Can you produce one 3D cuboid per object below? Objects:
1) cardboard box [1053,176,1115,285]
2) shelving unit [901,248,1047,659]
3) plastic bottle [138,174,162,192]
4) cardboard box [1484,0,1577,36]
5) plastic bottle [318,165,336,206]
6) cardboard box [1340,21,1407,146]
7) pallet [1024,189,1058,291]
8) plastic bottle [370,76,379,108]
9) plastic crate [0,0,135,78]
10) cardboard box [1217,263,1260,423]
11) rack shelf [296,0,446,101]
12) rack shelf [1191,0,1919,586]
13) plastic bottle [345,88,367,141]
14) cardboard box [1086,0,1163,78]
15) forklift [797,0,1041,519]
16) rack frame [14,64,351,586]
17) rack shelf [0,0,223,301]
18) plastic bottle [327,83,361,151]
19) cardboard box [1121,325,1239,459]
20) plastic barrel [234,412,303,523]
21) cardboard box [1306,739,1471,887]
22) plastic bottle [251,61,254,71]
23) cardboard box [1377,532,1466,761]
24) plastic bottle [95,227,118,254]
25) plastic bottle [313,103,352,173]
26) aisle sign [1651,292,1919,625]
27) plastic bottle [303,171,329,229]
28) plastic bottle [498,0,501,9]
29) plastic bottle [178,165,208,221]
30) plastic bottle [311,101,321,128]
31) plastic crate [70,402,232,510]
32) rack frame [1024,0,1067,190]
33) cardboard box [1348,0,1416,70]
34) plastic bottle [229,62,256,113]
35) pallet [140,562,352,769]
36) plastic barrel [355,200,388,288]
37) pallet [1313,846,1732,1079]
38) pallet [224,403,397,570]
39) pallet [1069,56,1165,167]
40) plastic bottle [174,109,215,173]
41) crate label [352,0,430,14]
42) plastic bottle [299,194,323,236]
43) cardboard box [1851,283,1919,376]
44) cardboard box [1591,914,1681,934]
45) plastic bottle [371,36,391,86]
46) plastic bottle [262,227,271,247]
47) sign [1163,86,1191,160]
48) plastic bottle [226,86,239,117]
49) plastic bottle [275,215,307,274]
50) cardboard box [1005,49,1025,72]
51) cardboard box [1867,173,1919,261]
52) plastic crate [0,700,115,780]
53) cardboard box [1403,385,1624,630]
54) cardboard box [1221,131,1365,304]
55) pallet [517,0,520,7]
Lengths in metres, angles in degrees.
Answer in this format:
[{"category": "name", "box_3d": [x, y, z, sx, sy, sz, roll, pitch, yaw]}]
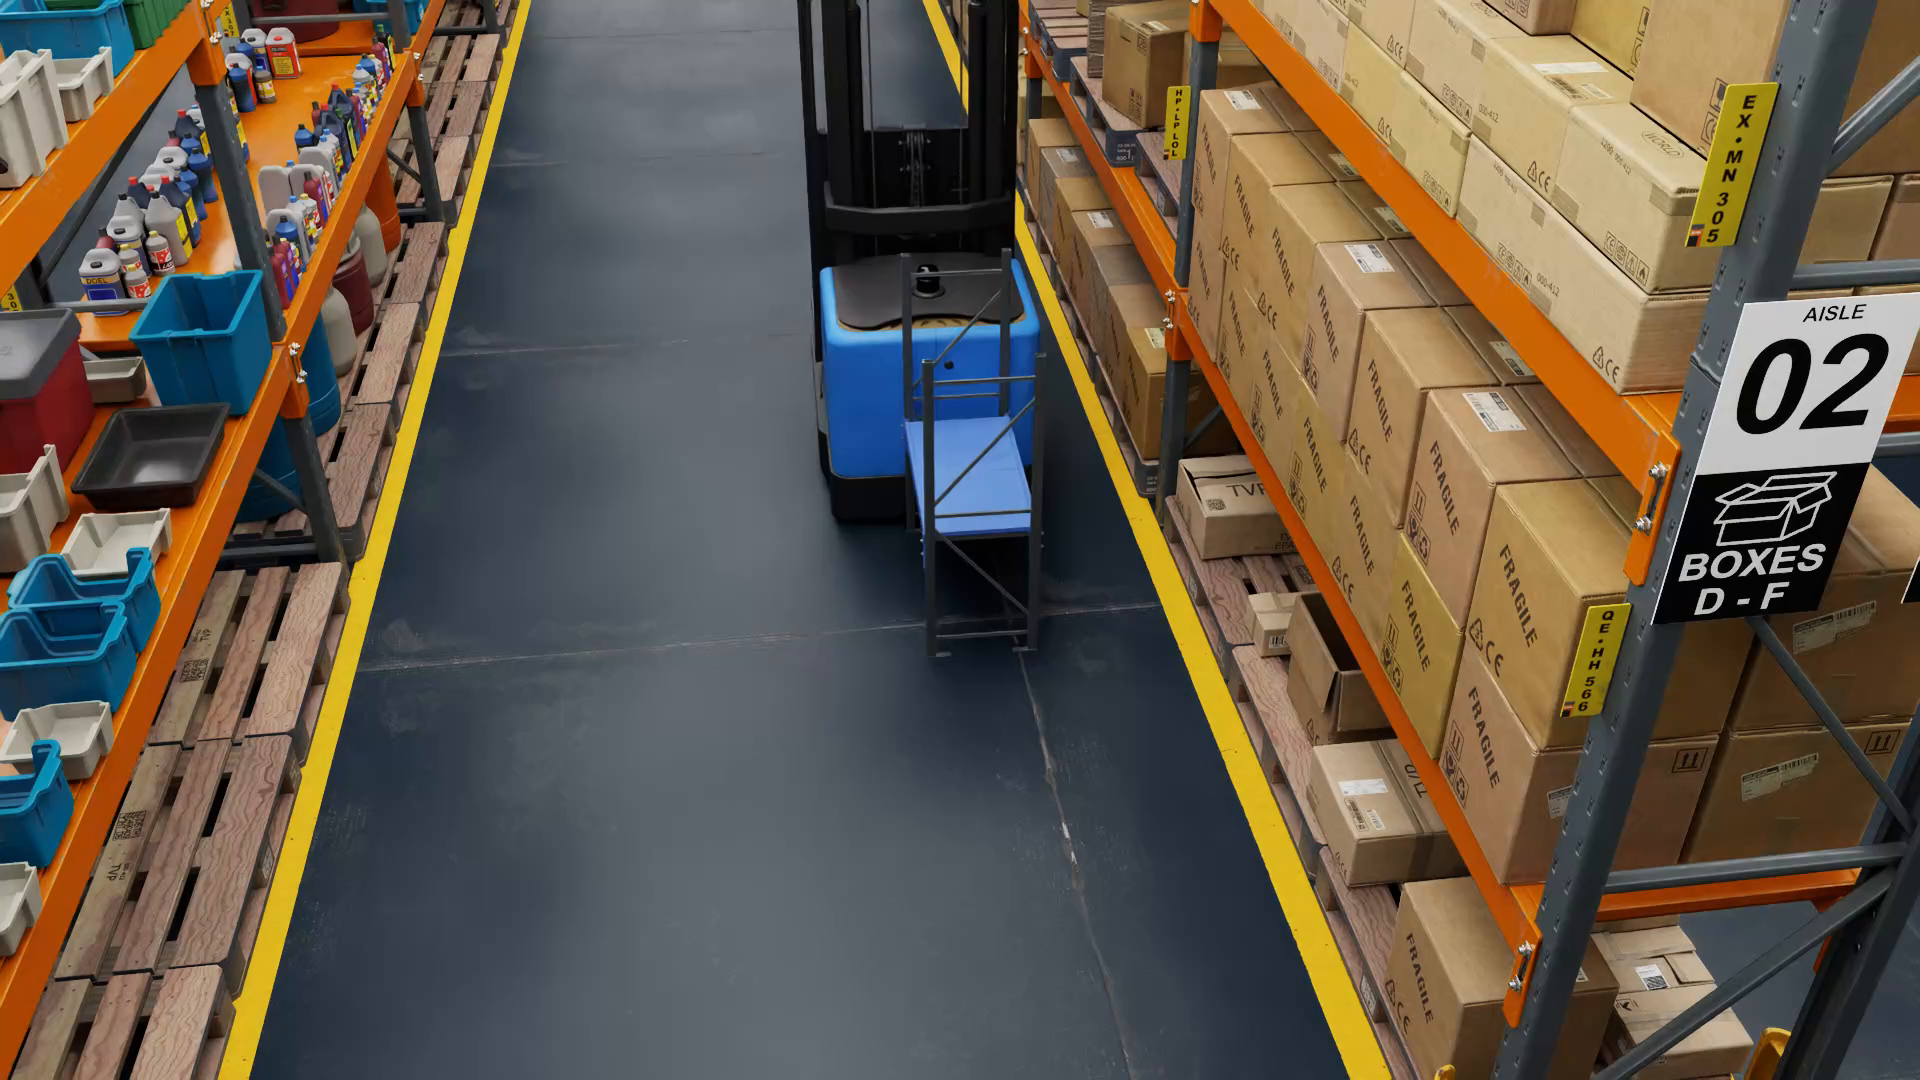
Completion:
[{"category": "cardboard box", "box_3d": [0.868, -1.904, 10.210, 0.500, 0.500, 0.500, -5, 35, -7]}, {"category": "shelving unit", "box_3d": [0.041, -0.394, 7.496, 0.538, 1.500, 1.048, -4, 34, -5]}, {"category": "plastic bottle", "box_3d": [-3.909, -1.627, 8.085, 0.152, 0.276, 0.135, -4, 35, -6]}, {"category": "cardboard box", "box_3d": [1.786, -1.675, 4.403, 0.700, 0.500, 0.500, -4, 35, -6]}, {"category": "plastic bottle", "box_3d": [-3.217, -1.786, 8.384, 0.097, 0.201, 0.097, 0, 34, 0]}, {"category": "cardboard box", "box_3d": [1.509, -1.421, 5.141, 0.500, 0.250, 0.500, -4, 35, -6]}, {"category": "pallet", "box_3d": [1.015, -2.031, 11.043, 1.003, 0.211, 1.213, -4, 35, -6]}, {"category": "plastic bottle", "box_3d": [-3.412, -2.597, 9.574, 0.097, 0.201, 0.097, 0, 34, 0]}, {"category": "plastic crate", "box_3d": [-2.980, -1.684, 5.543, 0.416, 0.233, 0.300, -4, 35, -6]}, {"category": "cardboard box", "box_3d": [1.360, -0.822, 6.703, 0.500, 0.500, 0.500, -4, 34, -6]}, {"category": "rack shelf", "box_3d": [-4.226, -4.049, 12.166, 1.077, 0.370, 4.000, -4, 35, -6]}, {"category": "rack shelf", "box_3d": [1.759, -1.197, 5.318, 1.077, 0.370, 4.000, -4, 35, -6]}, {"category": "plastic bottle", "box_3d": [-3.326, -2.351, 9.139, 0.061, 0.283, 0.133, -4, 35, -6]}, {"category": "cardboard box", "box_3d": [1.082, -2.950, 9.454, 0.700, 0.500, 0.500, 2, 34, 3]}, {"category": "forklift", "box_3d": [-0.281, -2.128, 8.770, 1.130, 2.935, 3.031, -4, 34, -5]}, {"category": "rack frame", "box_3d": [-3.419, -0.998, 7.051, 1.000, 3.000, 0.127, -4, 35, -6]}, {"category": "rack shelf", "box_3d": [-3.150, -0.824, 4.771, 1.077, 0.370, 4.000, -4, 35, -6]}, {"category": "plastic bottle", "box_3d": [-3.346, -2.286, 8.985, 0.144, 0.351, 0.185, -4, 35, -6]}, {"category": "cardboard box", "box_3d": [1.139, -0.773, 8.550, 0.500, 0.500, 0.500, -5, 35, -7]}, {"category": "plastic barrel", "box_3d": [-3.475, -0.609, 7.971, 0.600, 0.901, 0.708, -4, 35, -6]}, {"category": "cardboard box", "box_3d": [1.612, 0.998, 6.172, 0.500, 0.250, 0.500, -4, 35, -6]}, {"category": "plastic bottle", "box_3d": [-4.218, -2.761, 9.814, 0.097, 0.201, 0.097, 0, 34, 0]}, {"category": "cardboard box", "box_3d": [1.624, 0.301, 5.055, 0.500, 0.500, 0.500, -4, 34, -6]}, {"category": "plastic bottle", "box_3d": [-3.869, -1.271, 7.555, 0.061, 0.283, 0.133, -4, 35, -6]}, {"category": "plastic bottle", "box_3d": [-3.303, -2.109, 8.725, 0.144, 0.351, 0.185, -4, 35, -6]}, {"category": "aisle sign", "box_3d": [1.733, -0.152, 3.501, 0.394, 0.787, 0.004, -4, 35, -6]}, {"category": "plastic bottle", "box_3d": [-3.165, -1.682, 8.158, 0.061, 0.283, 0.133, -4, 35, -6]}, {"category": "plastic bottle", "box_3d": [-4.131, -4.812, 14.742, 0.097, 0.201, 0.097, 0, 34, 0]}, {"category": "plastic bottle", "box_3d": [-3.806, -1.720, 8.225, 0.097, 0.271, 0.097, 0, 34, 0]}, {"category": "plastic bottle", "box_3d": [-3.444, -2.237, 8.972, 0.061, 0.283, 0.133, -4, 35, -6]}, {"category": "plastic crate", "box_3d": [-3.002, -0.305, 6.225, 0.437, 0.125, 0.590, -4, 35, -6]}, {"category": "rack frame", "box_3d": [0.952, -3.603, 10.874, 1.000, 3.000, 0.127, -4, 35, -6]}, {"category": "cardboard box", "box_3d": [1.501, -1.627, 5.000, 0.500, 0.250, 0.500, -4, 35, -6]}, {"category": "plastic bottle", "box_3d": [-4.108, -2.591, 9.502, 0.097, 0.271, 0.097, 0, 34, 0]}, {"category": "pallet", "box_3d": [-3.282, 0.562, 7.238, 1.003, 0.211, 1.213, -4, 35, -6]}, {"category": "plastic barrel", "box_3d": [-3.710, -1.795, 10.057, 0.421, 0.512, 0.421, 0, 34, 0]}, {"category": "pallet", "box_3d": [1.909, 1.526, 5.823, 1.003, 0.211, 1.213, -4, 35, -6]}, {"category": "pallet", "box_3d": [-3.482, -0.279, 8.472, 1.003, 0.211, 1.213, -4, 35, -6]}, {"category": "pallet", "box_3d": [1.218, -2.439, 9.336, 1.003, 0.211, 1.213, -4, 35, -6]}, {"category": "plastic bottle", "box_3d": [-4.015, -2.080, 8.683, 0.144, 0.351, 0.185, -4, 35, -6]}, {"category": "crate label", "box_3d": [-3.823, -3.820, 11.160, 0.502, 0.435, 0.616, -4, 35, -6]}, {"category": "plastic bottle", "box_3d": [-3.168, -1.583, 8.085, 0.097, 0.201, 0.097, 0, 34, 0]}, {"category": "cardboard box", "box_3d": [2.210, -0.622, 3.969, 0.500, 0.250, 0.500, -4, 35, -6]}, {"category": "cardboard box", "box_3d": [2.168, 1.212, 5.859, 0.500, 0.250, 0.500, -4, 35, -6]}, {"category": "plastic bottle", "box_3d": [-3.449, -2.860, 9.886, 0.061, 0.283, 0.133, -4, 35, -6]}, {"category": "plastic bottle", "box_3d": [-3.274, -1.387, 7.799, 0.097, 0.201, 0.097, 0, 34, 0]}, {"category": "sign", "box_3d": [0.940, -1.805, 7.207, 0.100, 0.325, 0.005, -4, 35, -6]}, {"category": "plastic bottle", "box_3d": [-4.151, -2.483, 9.406, 0.097, 0.201, 0.097, 0, 34, 0]}, {"category": "plastic bottle", "box_3d": [-3.110, -1.373, 7.716, 0.097, 0.271, 0.097, 0, 34, 0]}, {"category": "cardboard box", "box_3d": [0.561, -3.435, 12.198, 0.500, 0.311, 0.500, -5, 35, -7]}, {"category": "cardboard box", "box_3d": [2.216, -0.829, 3.829, 0.500, 0.250, 0.500, -4, 35, -6]}, {"category": "plastic crate", "box_3d": [-2.641, 0.592, 4.899, 0.250, 0.136, 0.298, -4, 35, -6]}, {"category": "cardboard box", "box_3d": [1.627, -0.103, 4.760, 0.500, 0.500, 0.500, -3, 34, -5]}, {"category": "cardboard box", "box_3d": [1.344, -1.253, 6.449, 0.500, 0.500, 0.500, -5, 35, -8]}, {"category": "pallet", "box_3d": [-4.711, -5.370, 15.943, 1.003, 0.211, 1.213, -4, 35, -6]}]
